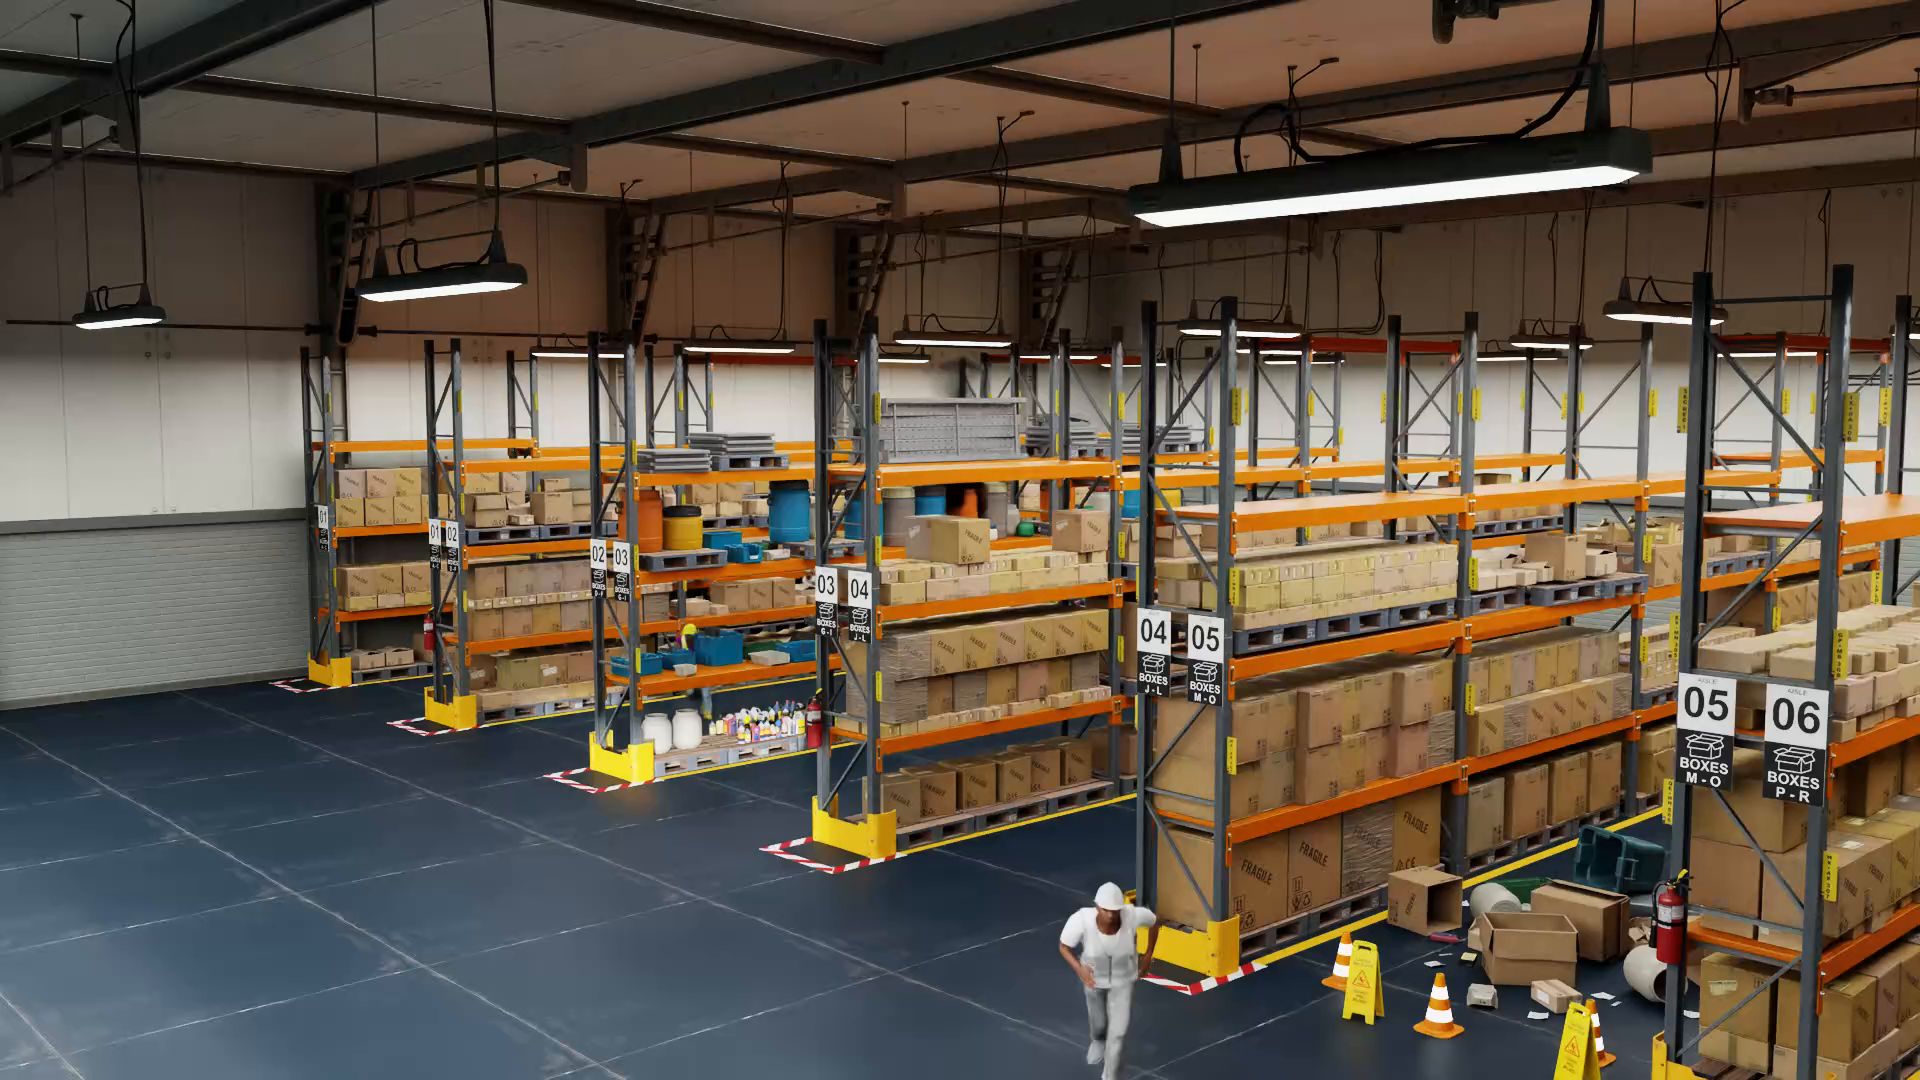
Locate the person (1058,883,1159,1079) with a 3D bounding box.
[{"bbox_3d":[1.088,3.269,12.267,0.744,1.715,1.056,0,5,-1],"label":"person"}]

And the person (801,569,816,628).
[{"bbox_3d":[-2.992,1.319,34.458,0.587,1.609,0.868,5,7,43],"label":"person"}]

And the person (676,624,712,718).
[{"bbox_3d":[-4.186,2.070,26.238,0.735,1.578,0.839,2,5,17],"label":"person"}]
